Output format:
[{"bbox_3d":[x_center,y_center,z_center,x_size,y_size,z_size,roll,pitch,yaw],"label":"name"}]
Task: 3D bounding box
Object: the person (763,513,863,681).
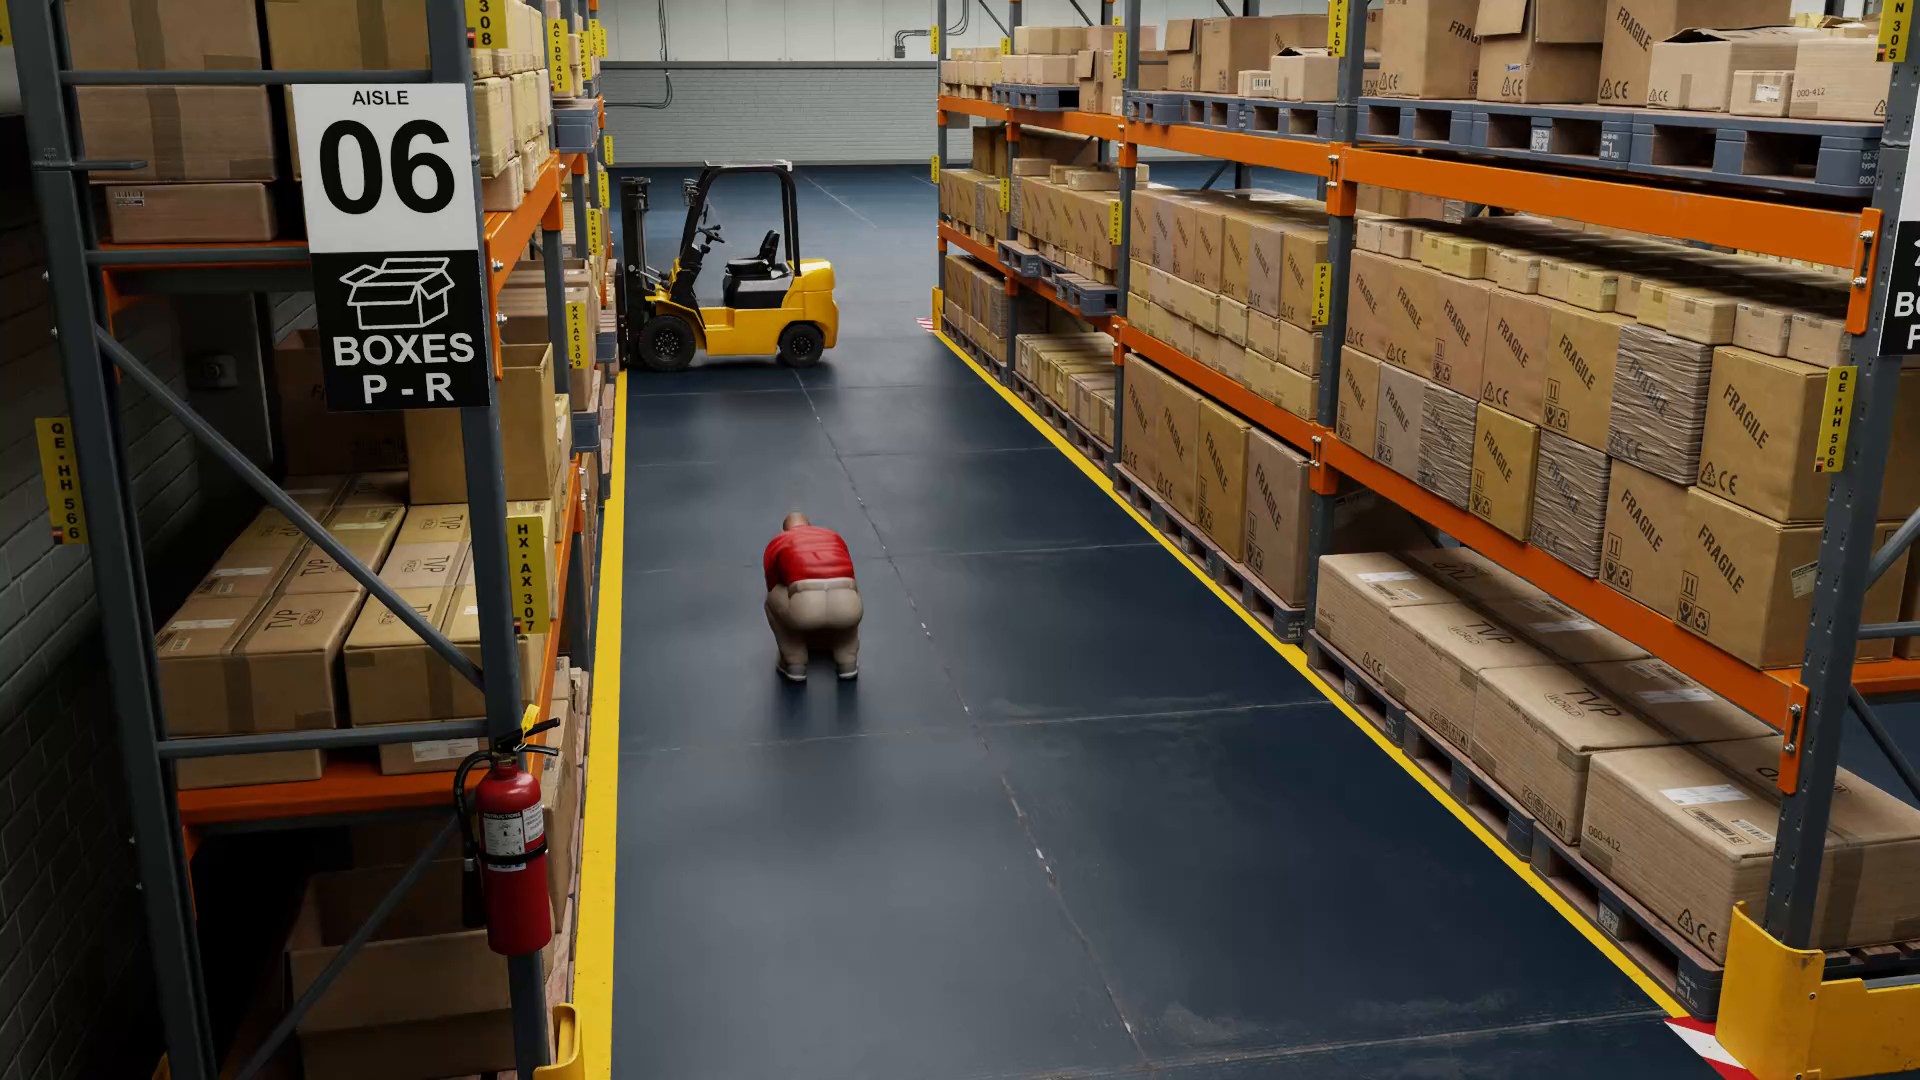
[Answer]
[{"bbox_3d":[-0.811,0.346,9.206,0.537,0.824,0.912,-3,17,-11],"label":"person"}]
